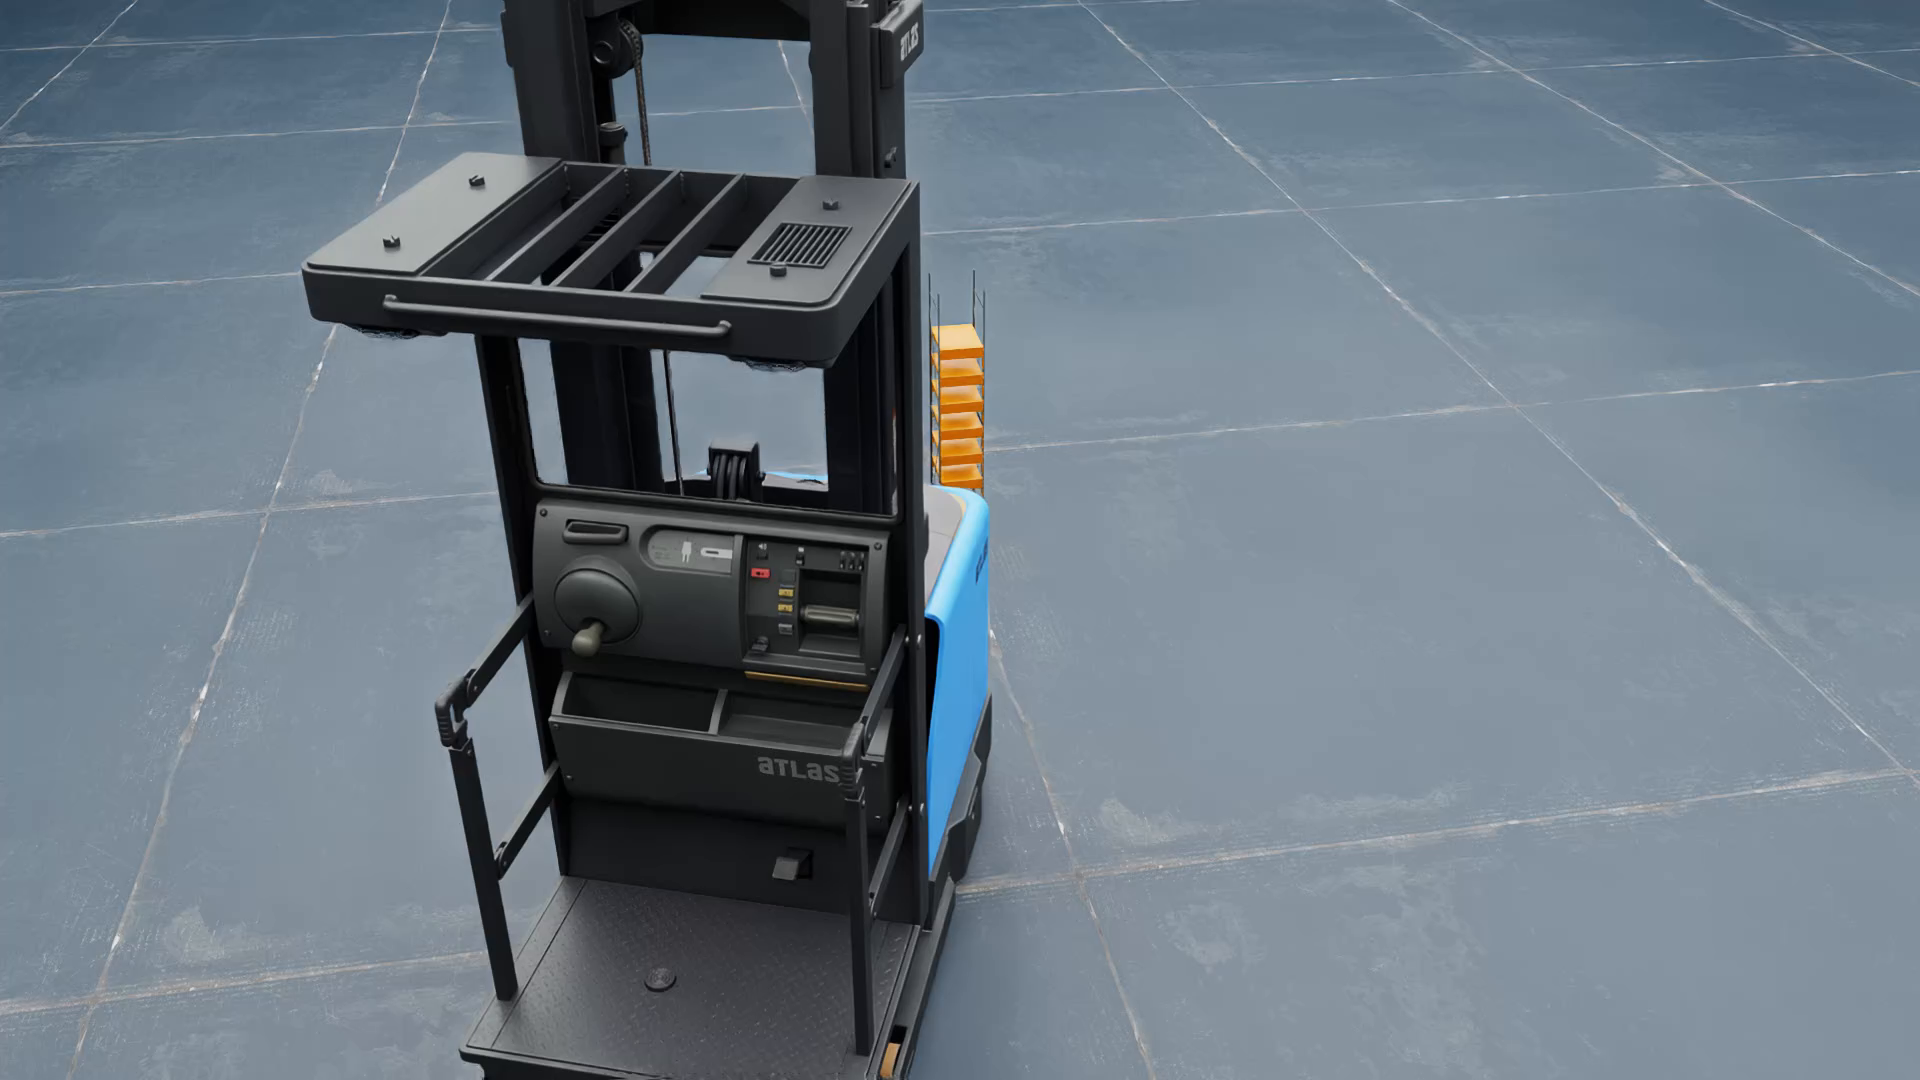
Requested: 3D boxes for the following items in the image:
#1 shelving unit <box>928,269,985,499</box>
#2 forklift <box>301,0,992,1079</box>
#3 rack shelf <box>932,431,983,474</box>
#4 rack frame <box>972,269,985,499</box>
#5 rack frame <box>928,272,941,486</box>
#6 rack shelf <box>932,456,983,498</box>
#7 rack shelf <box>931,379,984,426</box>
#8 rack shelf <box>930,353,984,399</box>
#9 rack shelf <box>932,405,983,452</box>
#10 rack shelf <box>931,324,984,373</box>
[{"bbox_3d":[-0.014,-0.516,6.944,0.189,1.200,0.258,-5,31,-9],"label":"shelving unit"},{"bbox_3d":[-0.680,0.181,4.050,1.130,2.935,3.031,6,31,10],"label":"forklift"},{"bbox_3d":[-0.014,-0.374,7.027,0.180,0.103,0.258,-5,31,-9],"label":"rack shelf"},{"bbox_3d":[0.076,-0.524,6.958,0.006,1.200,0.240,-5,31,-9],"label":"rack frame"},{"bbox_3d":[-0.104,-0.508,6.929,0.006,1.200,0.240,-5,31,-9],"label":"rack frame"},{"bbox_3d":[-0.014,-0.271,7.088,0.180,0.103,0.258,-5,31,-9],"label":"rack shelf"},{"bbox_3d":[-0.014,-0.581,6.905,0.180,0.103,0.258,-5,31,-9],"label":"rack shelf"},{"bbox_3d":[-0.014,-0.684,6.844,0.180,0.103,0.258,-5,31,-9],"label":"rack shelf"},{"bbox_3d":[-0.014,-0.478,6.966,0.180,0.103,0.258,-5,31,-9],"label":"rack shelf"},{"bbox_3d":[-0.014,-0.788,6.784,0.180,0.103,0.258,-5,31,-9],"label":"rack shelf"}]
